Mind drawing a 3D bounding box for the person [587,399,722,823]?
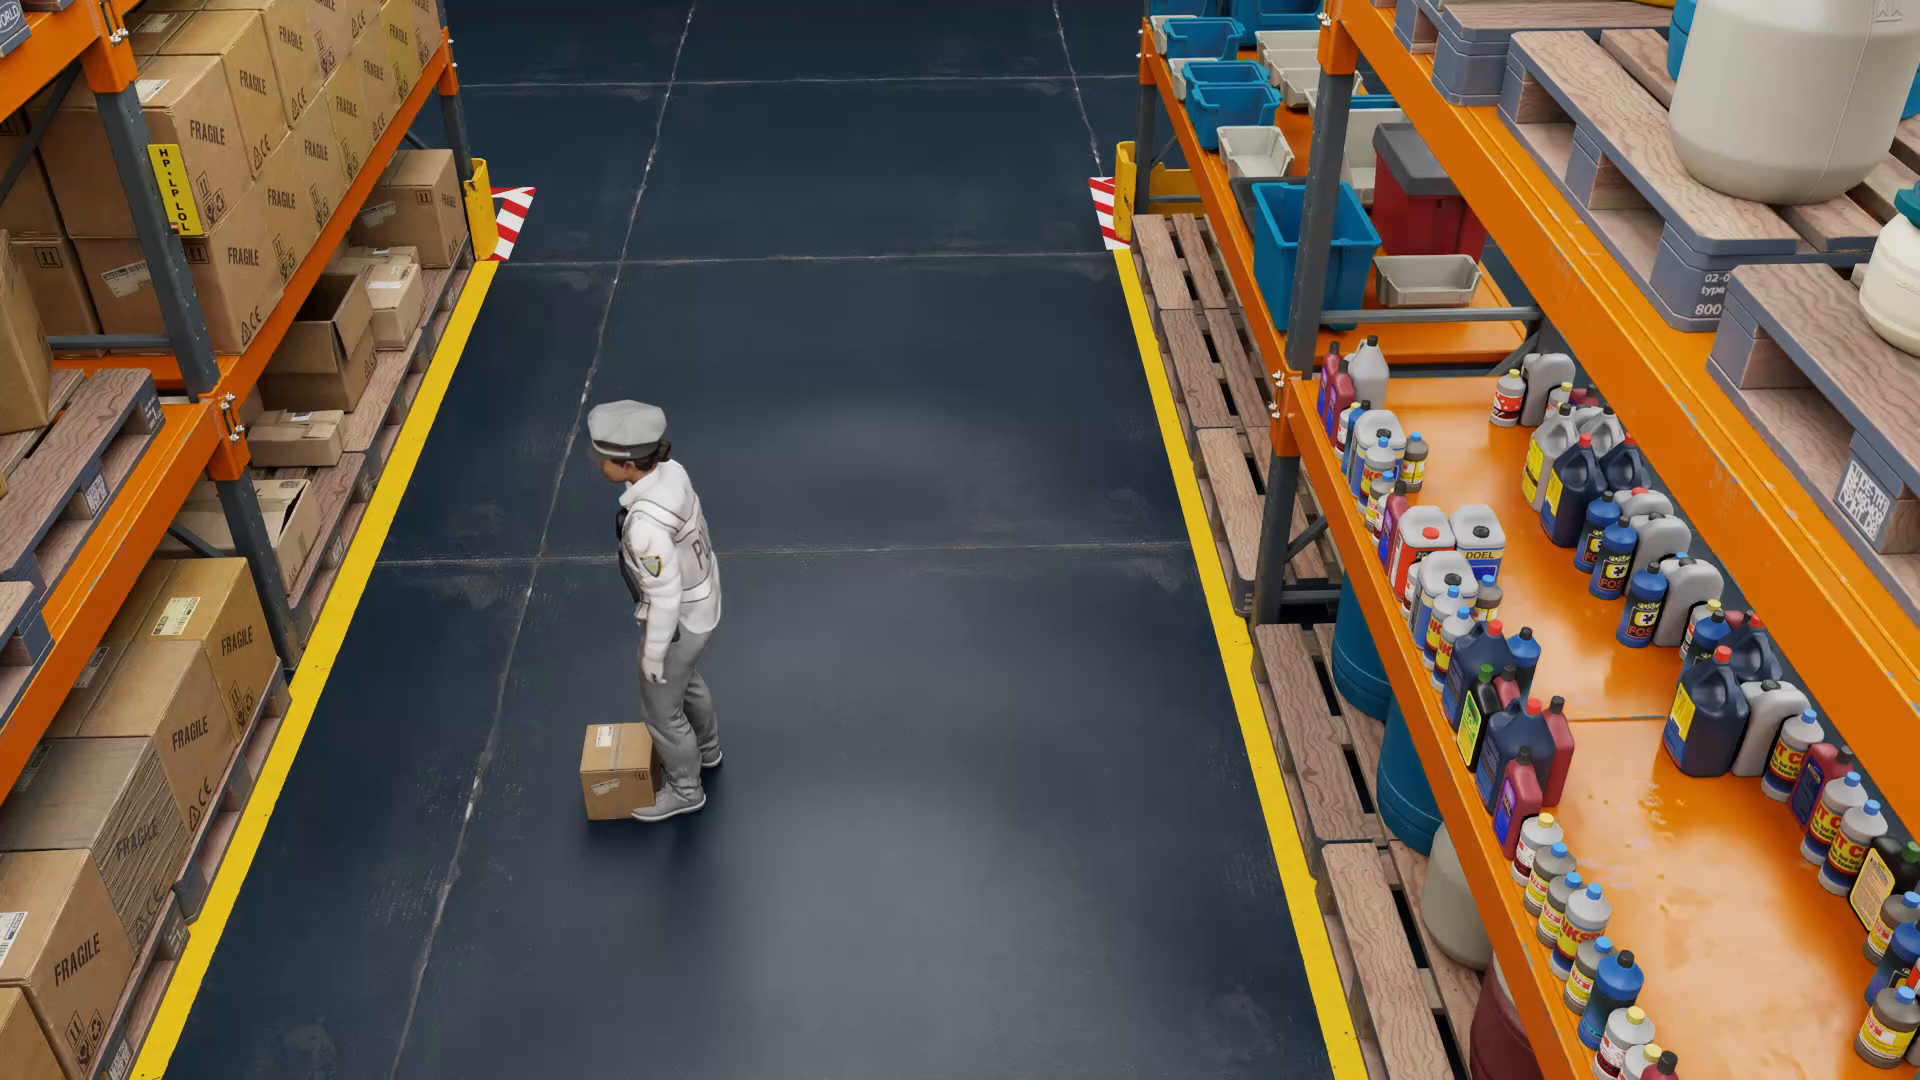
[{"bbox_3d":[-1.029,0.266,5.770,0.407,1.662,0.528,-1,35,-2],"label":"person"}]
